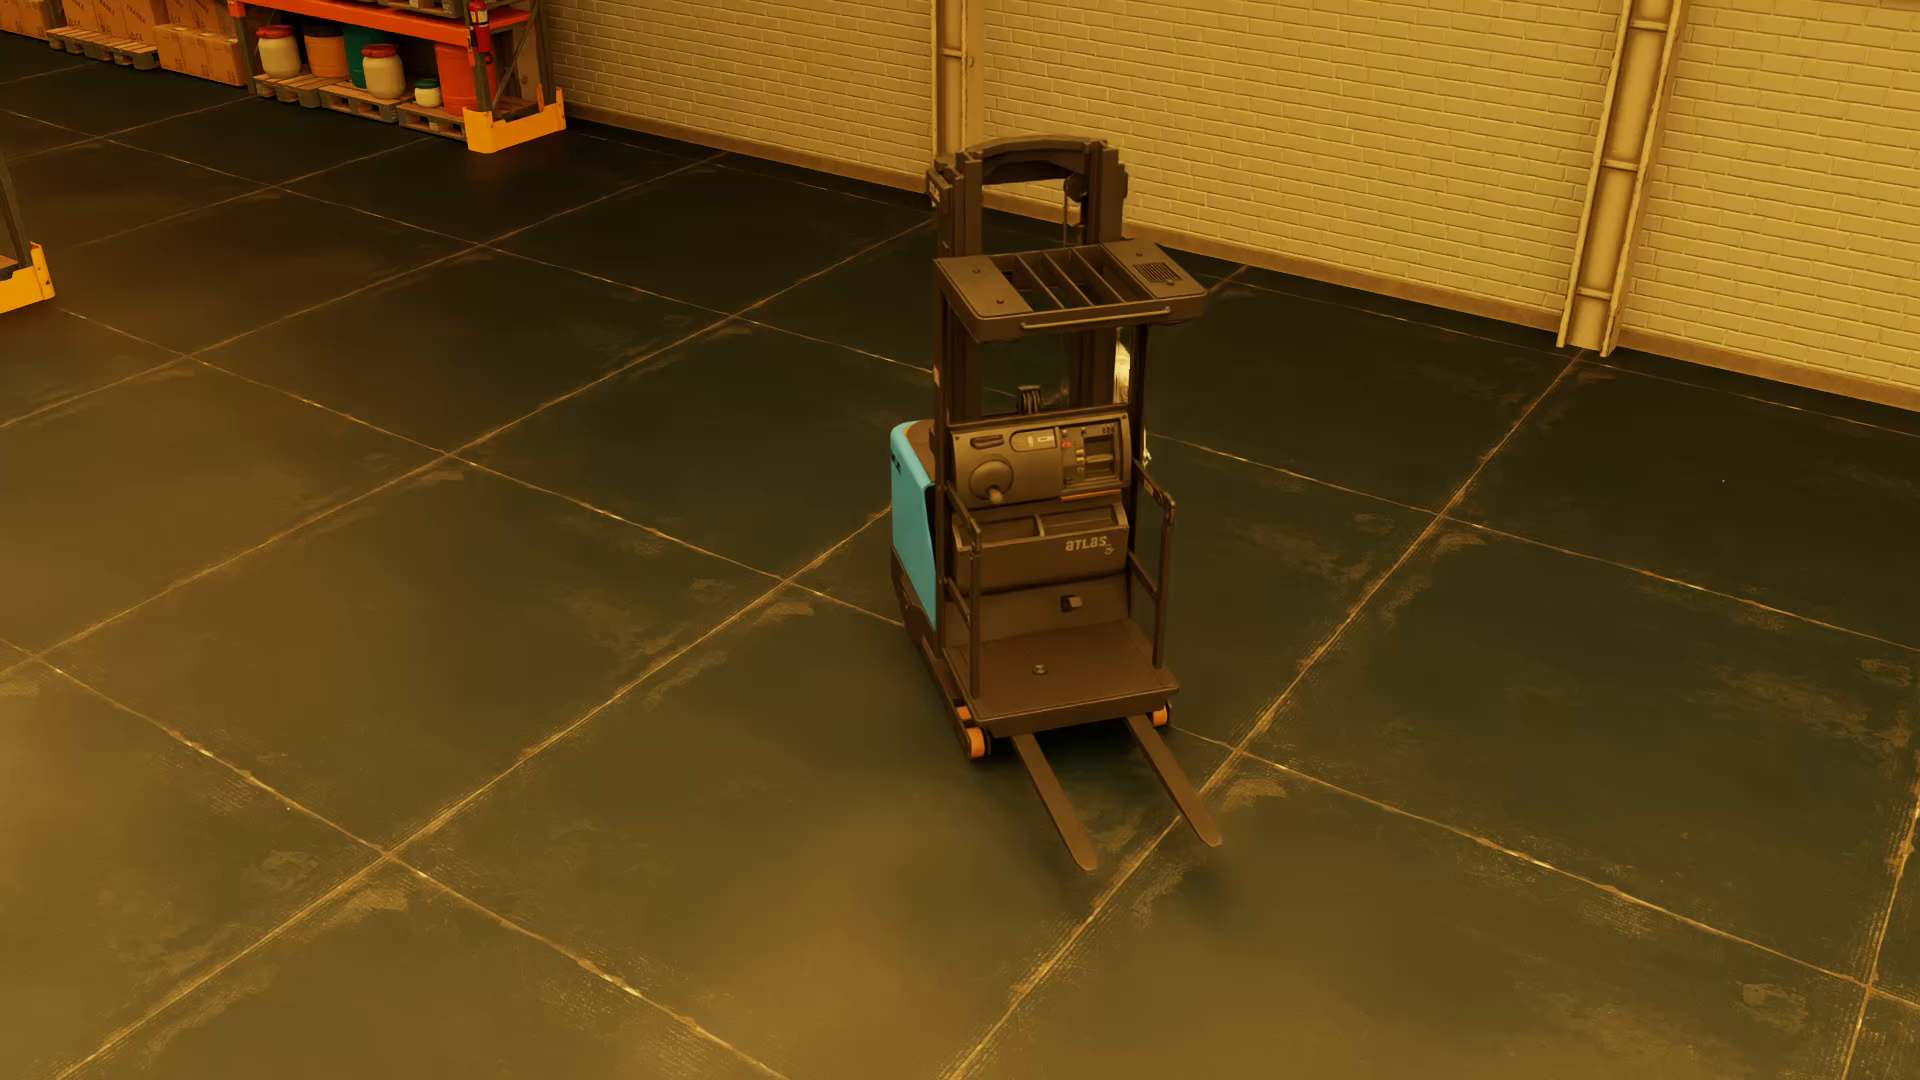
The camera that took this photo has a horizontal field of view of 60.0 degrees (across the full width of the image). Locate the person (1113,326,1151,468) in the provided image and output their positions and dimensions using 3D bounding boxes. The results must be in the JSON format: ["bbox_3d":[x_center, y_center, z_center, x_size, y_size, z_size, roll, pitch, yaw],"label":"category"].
[{"bbox_3d":[0.904,-0.666,10.066,0.417,1.642,0.809,-11,32,-18],"label":"person"}]

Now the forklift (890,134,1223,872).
[{"bbox_3d":[0.477,-0.361,8.202,1.130,2.935,3.031,-8,31,-14],"label":"forklift"}]
